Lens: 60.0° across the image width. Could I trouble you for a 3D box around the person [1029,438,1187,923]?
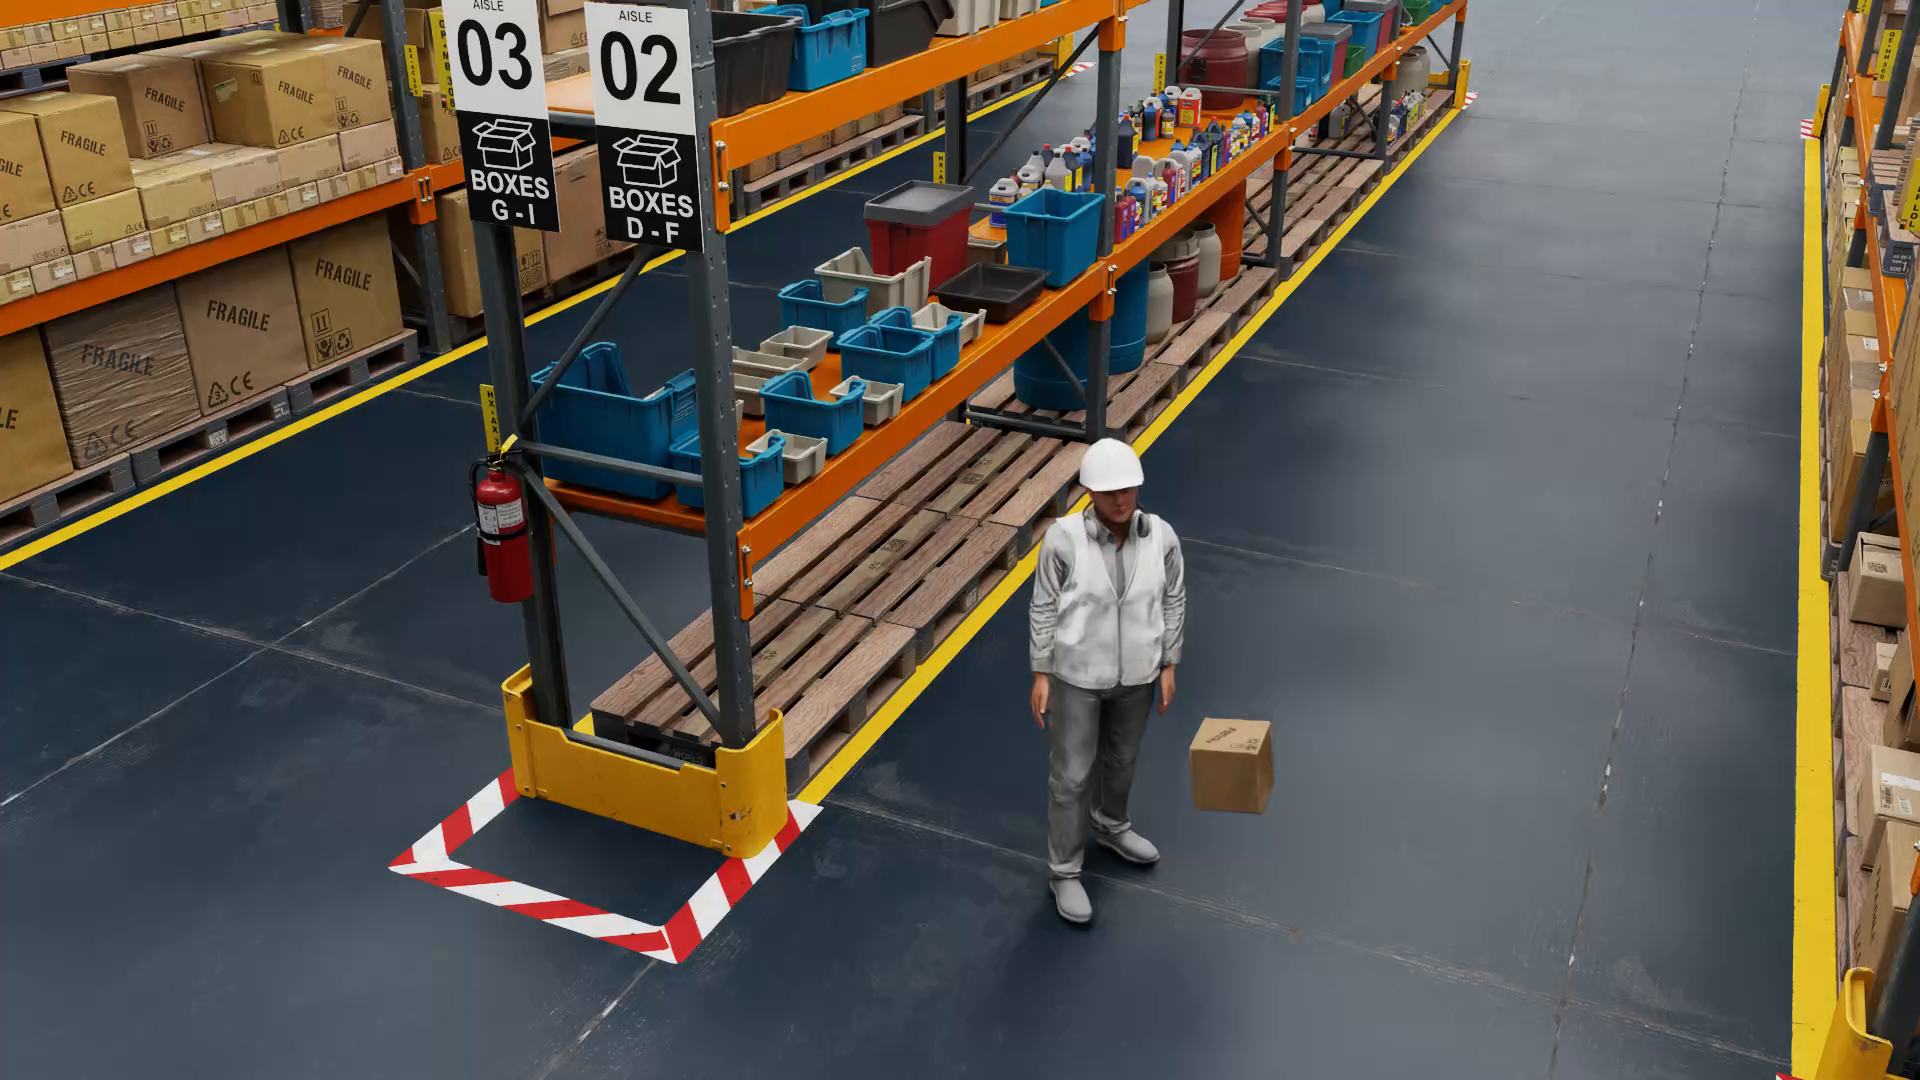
[{"bbox_3d":[0.541,0.502,6.023,0.614,1.773,0.572,-7,27,-14],"label":"person"}]
